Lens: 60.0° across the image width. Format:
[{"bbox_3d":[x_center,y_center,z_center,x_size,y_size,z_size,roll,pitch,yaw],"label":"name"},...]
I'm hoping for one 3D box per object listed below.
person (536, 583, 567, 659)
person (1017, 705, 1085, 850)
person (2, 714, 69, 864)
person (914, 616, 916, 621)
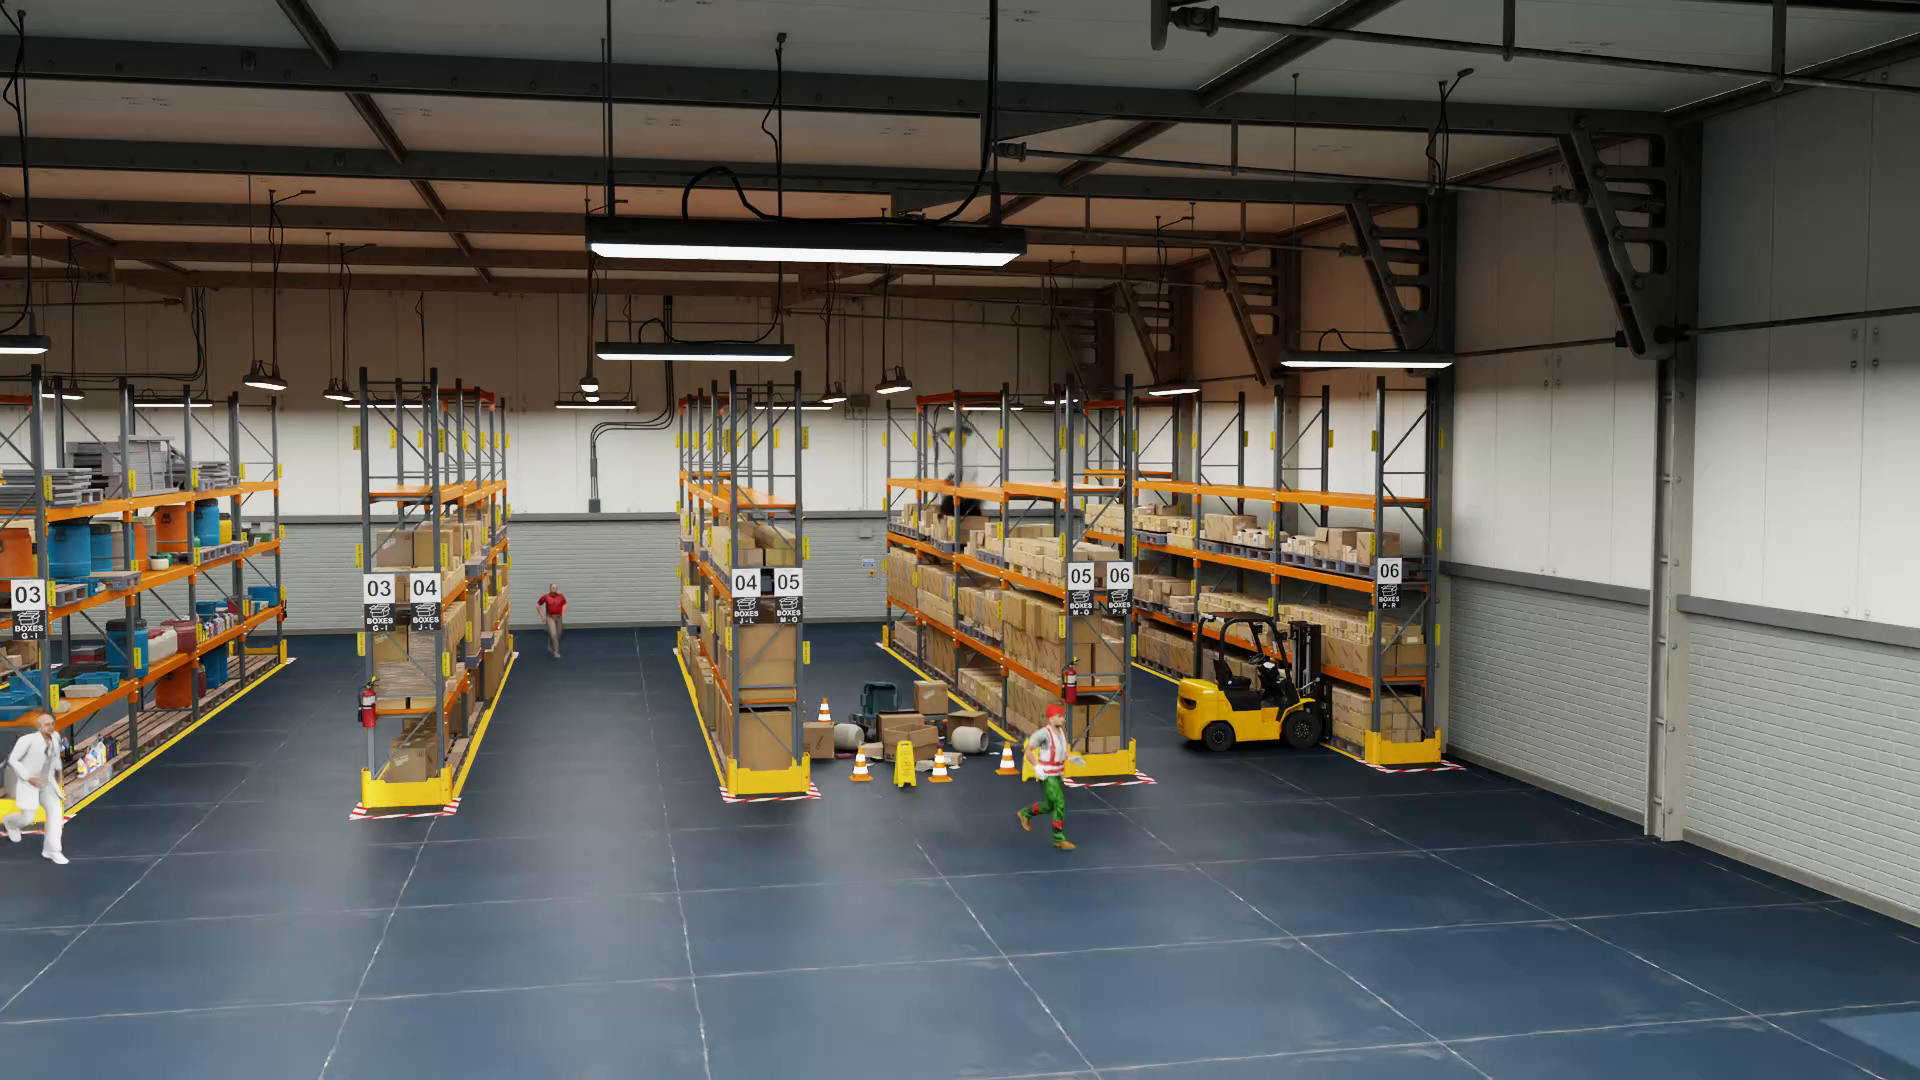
[{"bbox_3d":[-9.426,1.863,38.563,0.702,1.720,0.873,-3,4,-36],"label":"person"},{"bbox_3d":[1.047,2.903,20.556,0.904,1.770,0.636,2,4,35],"label":"person"},{"bbox_3d":[-11.083,2.960,19.921,1.117,1.778,0.714,2,4,28],"label":"person"},{"bbox_3d":[-0.888,1.723,41.625,0.662,1.592,0.506,-1,4,-21],"label":"person"}]
